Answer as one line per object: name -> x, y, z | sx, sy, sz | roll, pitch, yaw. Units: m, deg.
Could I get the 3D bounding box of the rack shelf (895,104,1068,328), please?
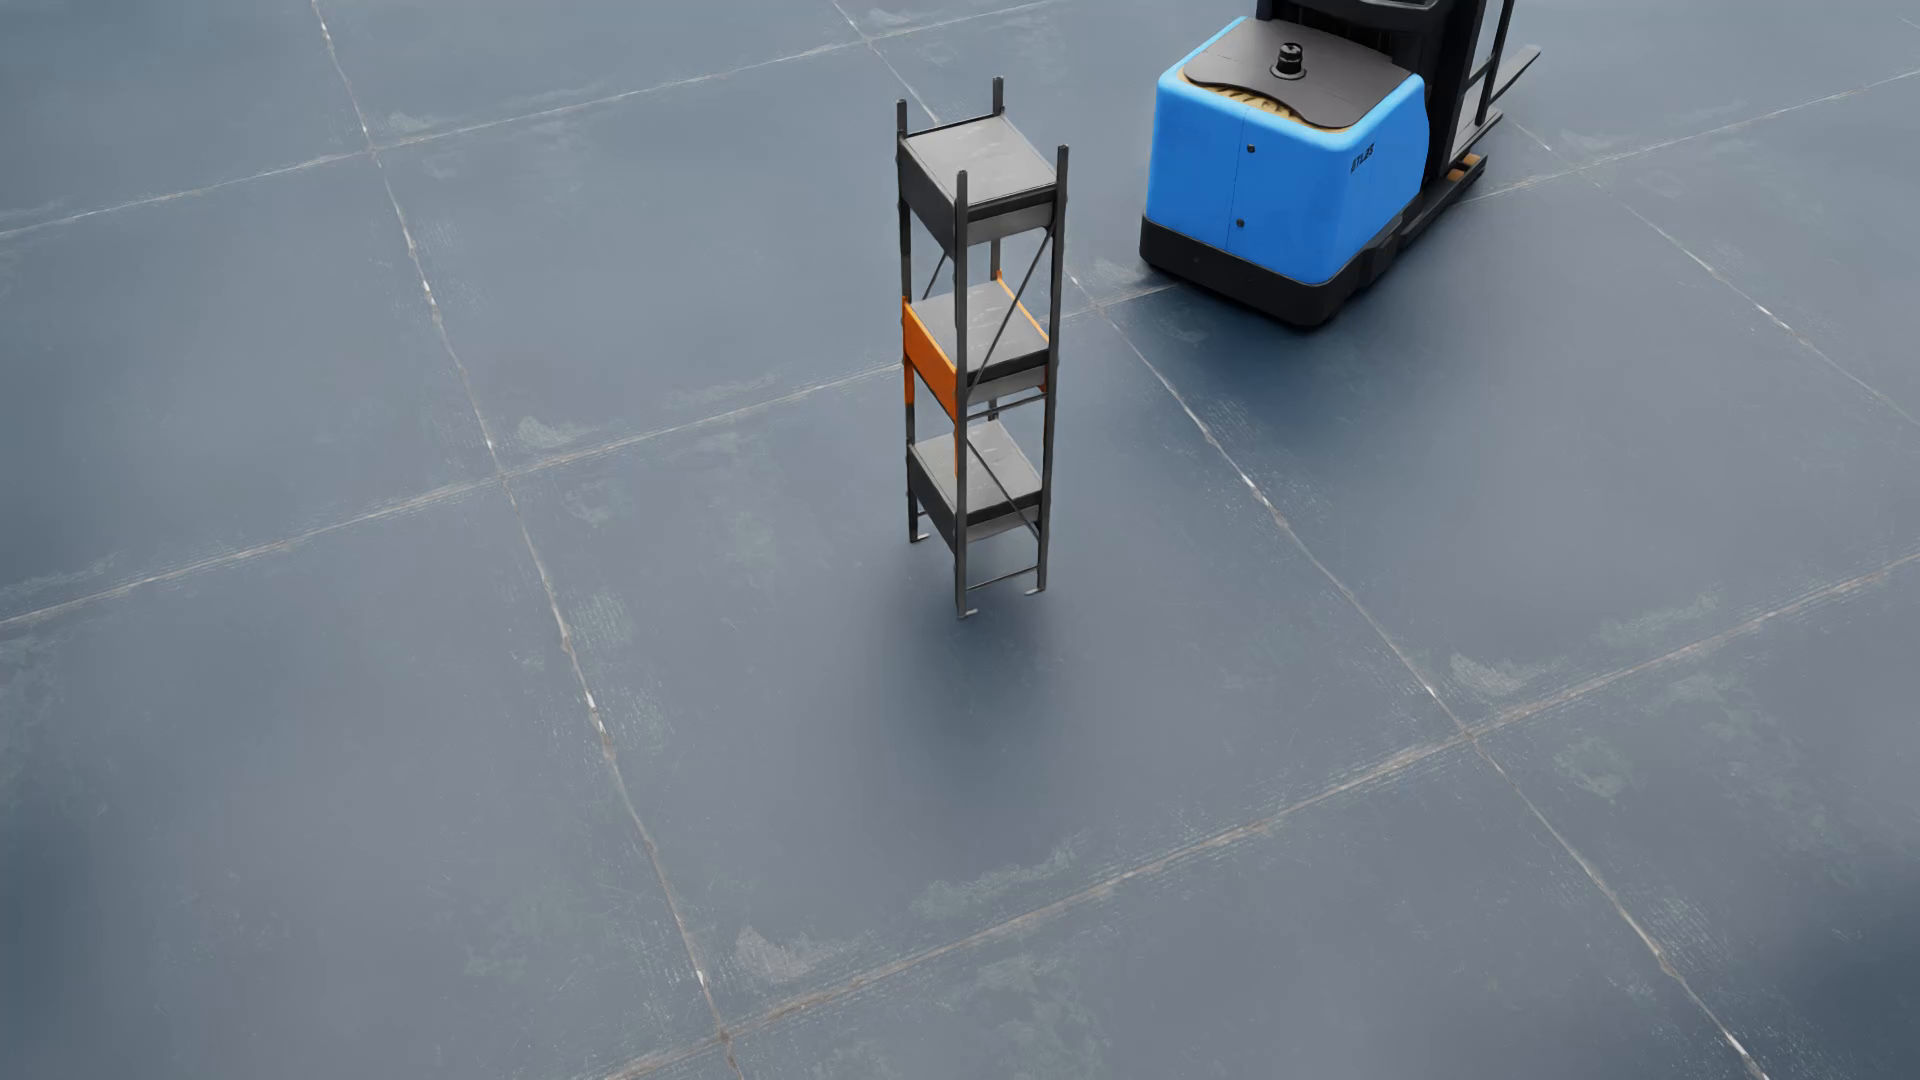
rack shelf -> 0.070, -1.130, 5.792 | 0.431, 0.518, 0.480 | -18, 47, -17

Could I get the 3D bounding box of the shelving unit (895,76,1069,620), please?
shelving unit -> 0.070, -0.642, 6.274 | 0.431, 2.100, 0.503 | -18, 47, -17

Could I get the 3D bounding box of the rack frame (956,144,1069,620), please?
rack frame -> 0.172, -0.486, 6.117 | 0.400, 2.100, 0.015 | -18, 47, -17

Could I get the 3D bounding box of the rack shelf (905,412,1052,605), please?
rack shelf -> 0.070, -0.134, 6.776 | 0.431, 0.518, 0.480 | -18, 47, -17

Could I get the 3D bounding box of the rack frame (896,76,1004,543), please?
rack frame -> -0.033, -0.797, 6.432 | 0.400, 2.100, 0.015 | -18, 47, -17

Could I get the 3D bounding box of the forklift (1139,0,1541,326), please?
forklift -> 2.211, -3.066, 8.139 | 1.130, 2.935, 3.031 | 28, 51, 26

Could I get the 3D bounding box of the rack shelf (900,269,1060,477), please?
rack shelf -> 0.070, -0.632, 6.284 | 0.431, 0.518, 0.480 | -18, 47, -17
